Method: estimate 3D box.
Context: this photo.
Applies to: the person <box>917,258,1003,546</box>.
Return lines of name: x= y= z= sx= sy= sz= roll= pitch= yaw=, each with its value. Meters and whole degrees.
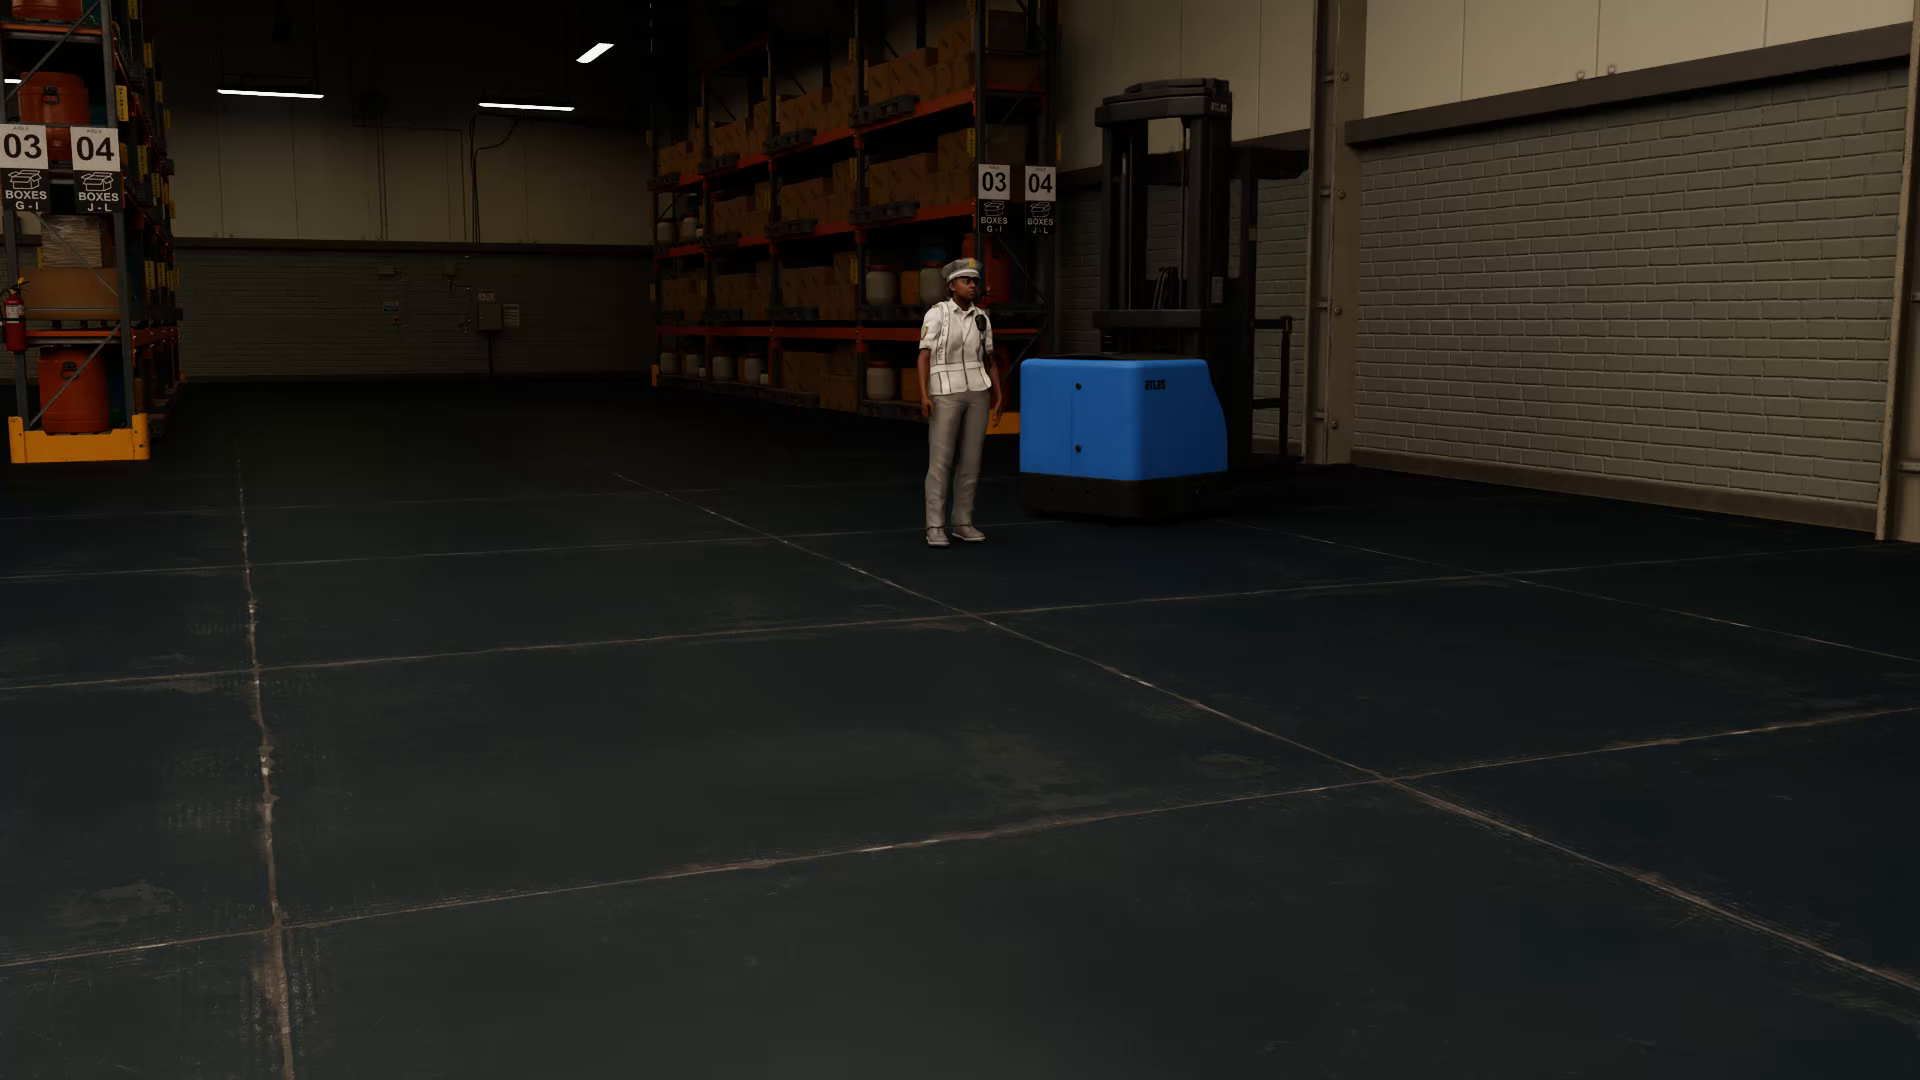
person: x=0.011 y=-0.837 z=9.966 sx=0.569 sy=1.694 sz=0.529 roll=-3 pitch=8 yaw=-23

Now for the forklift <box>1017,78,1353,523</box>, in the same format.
forklift: x=1.767 y=-1.707 z=11.886 sx=1.130 sy=2.935 sz=3.031 roll=7 pitch=10 yaw=43
